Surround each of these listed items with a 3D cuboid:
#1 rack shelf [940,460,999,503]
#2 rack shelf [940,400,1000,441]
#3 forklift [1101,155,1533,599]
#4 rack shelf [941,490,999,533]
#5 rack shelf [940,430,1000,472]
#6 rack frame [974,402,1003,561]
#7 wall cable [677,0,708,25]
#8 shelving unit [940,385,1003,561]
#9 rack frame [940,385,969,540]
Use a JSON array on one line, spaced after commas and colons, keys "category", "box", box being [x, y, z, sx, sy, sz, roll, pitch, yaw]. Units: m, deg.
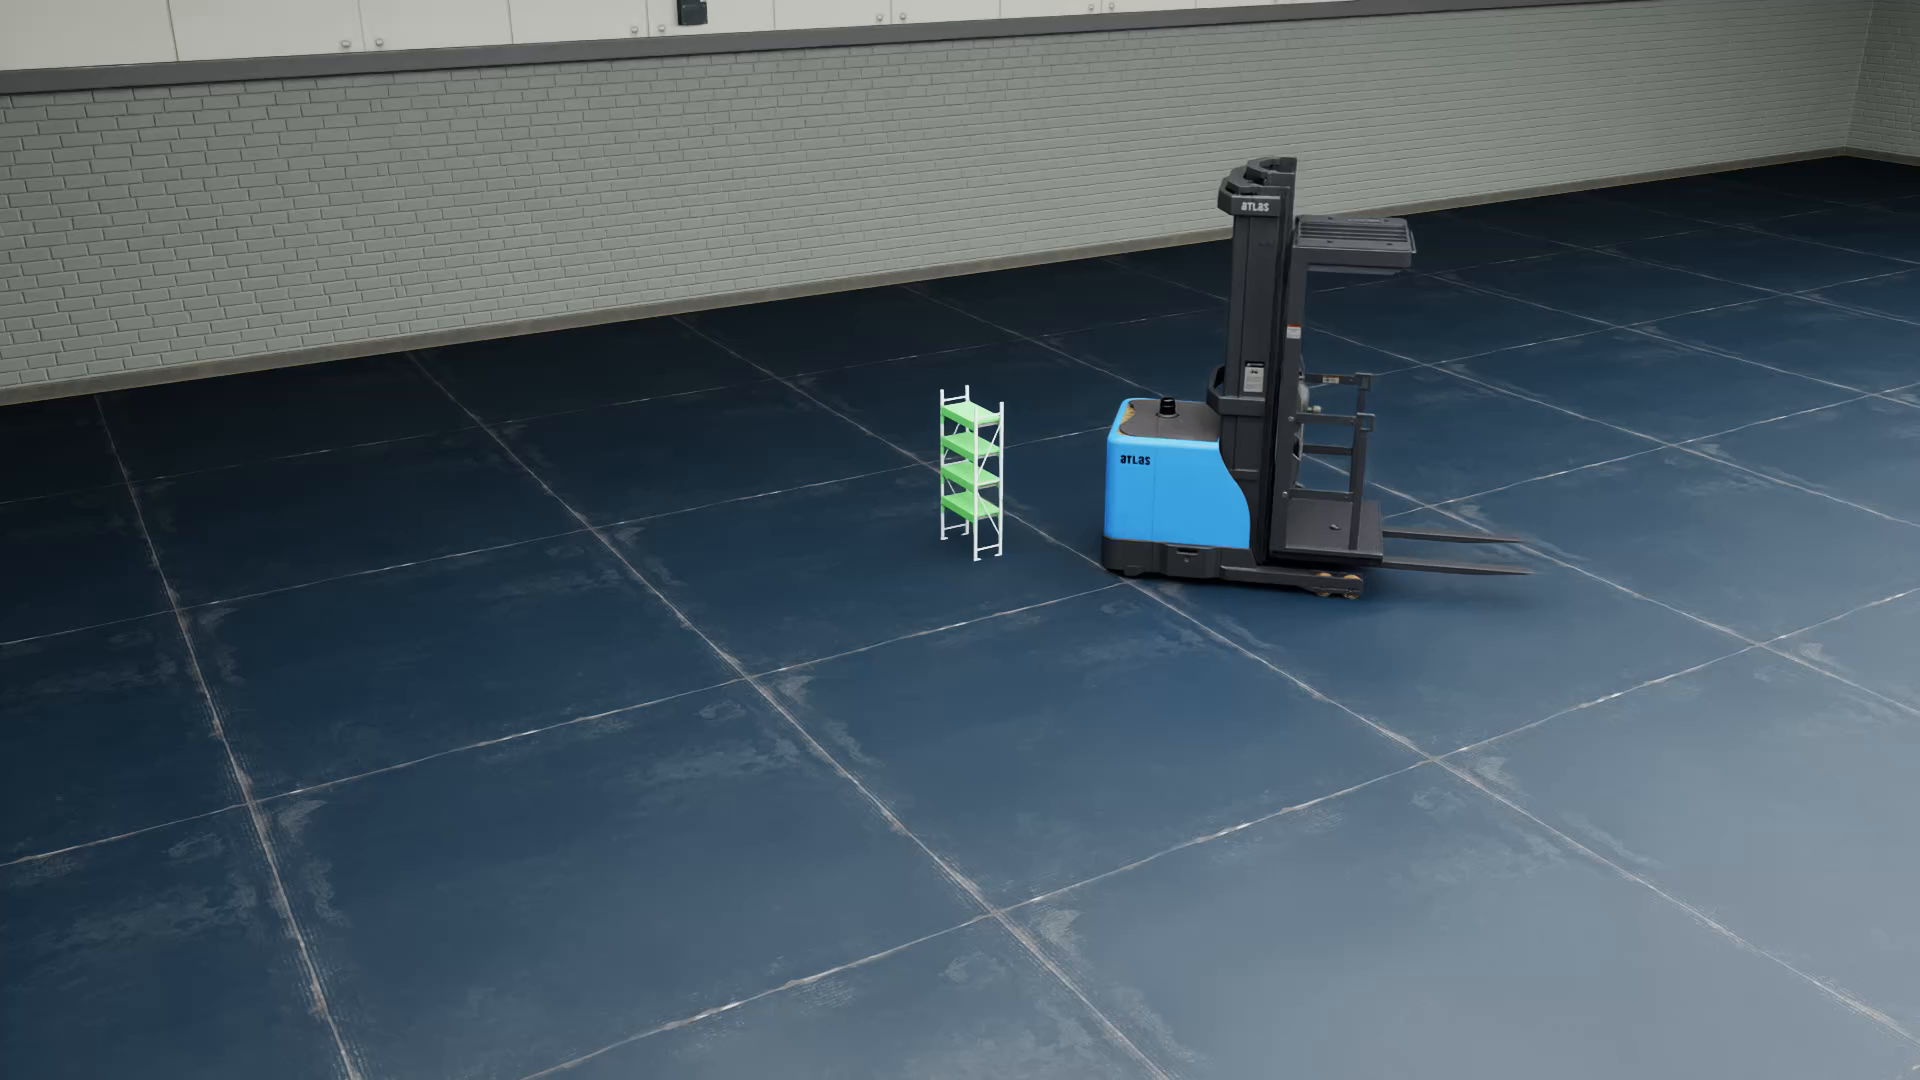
[{"category": "rack shelf", "box": [0.085, -0.443, 12.478, 0.258, 0.148, 0.480, -13, 25, -28]}, {"category": "rack shelf", "box": [0.085, -0.888, 12.297, 0.258, 0.148, 0.480, -13, 25, -28]}, {"category": "forklift", "box": [2.603, -1.161, 11.775, 3.031, 2.935, 1.130, 5, 23, 11]}, {"category": "rack shelf", "box": [0.085, -0.221, 12.568, 0.258, 0.148, 0.480, -13, 25, -28]}, {"category": "rack shelf", "box": [0.085, -0.665, 12.387, 0.258, 0.148, 0.480, -13, 25, -28]}, {"category": "rack frame", "box": [0.209, -0.423, 12.259, 0.240, 1.200, 0.015, -13, 25, -28]}, {"category": "wall cable", "box": [-2.056, -8.617, 17.545, 2.305, 6.003, 0.169, -13, 25, -28]}, {"category": "shelving unit", "box": [0.085, -0.502, 12.454, 0.258, 1.200, 0.503, -13, 25, -28]}, {"category": "rack frame", "box": [-0.040, -0.581, 12.648, 0.240, 1.200, 0.015, -13, 25, -28]}]
